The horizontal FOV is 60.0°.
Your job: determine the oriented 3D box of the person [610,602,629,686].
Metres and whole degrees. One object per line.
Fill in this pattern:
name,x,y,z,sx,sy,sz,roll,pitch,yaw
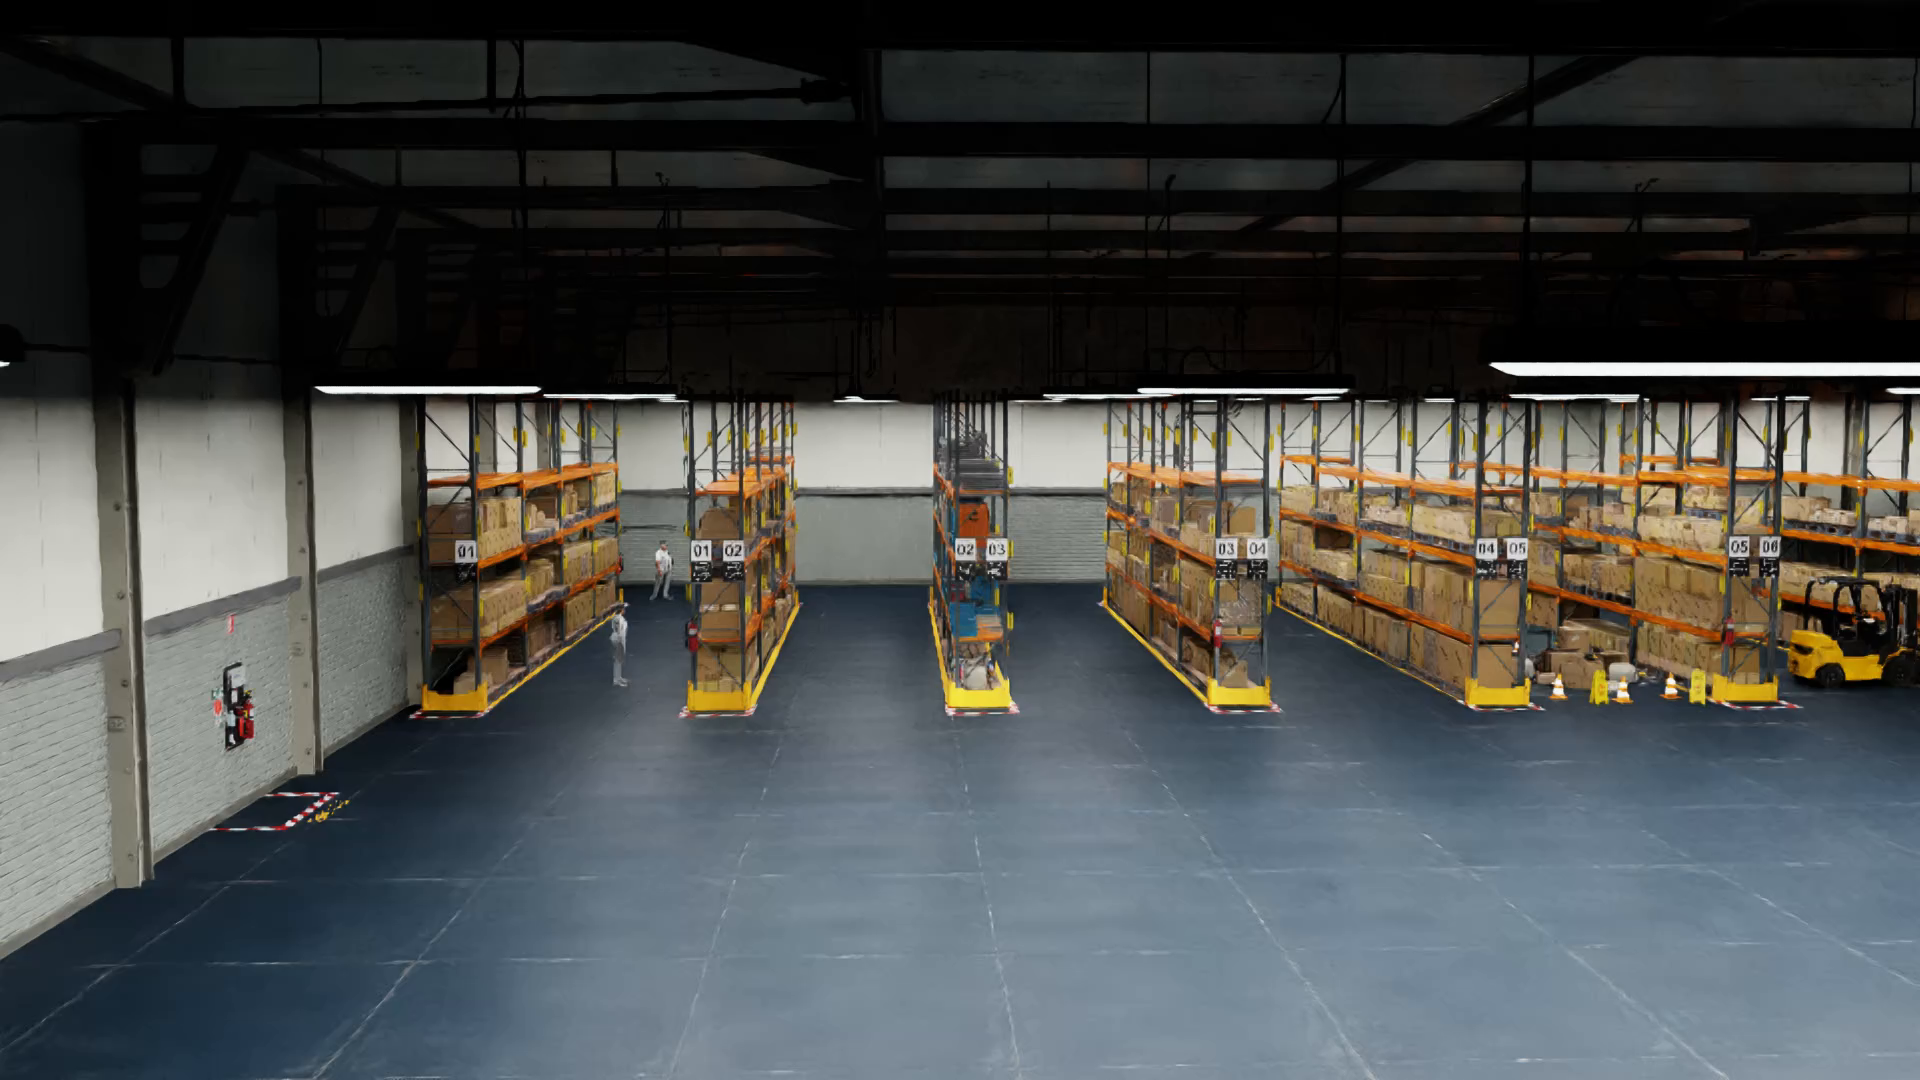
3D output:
person,-6.908,2.106,33.907,0.431,1.684,0.555,-3,6,-32

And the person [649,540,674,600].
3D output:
person,-8.761,0.884,48.674,0.494,1.754,0.727,3,6,35
